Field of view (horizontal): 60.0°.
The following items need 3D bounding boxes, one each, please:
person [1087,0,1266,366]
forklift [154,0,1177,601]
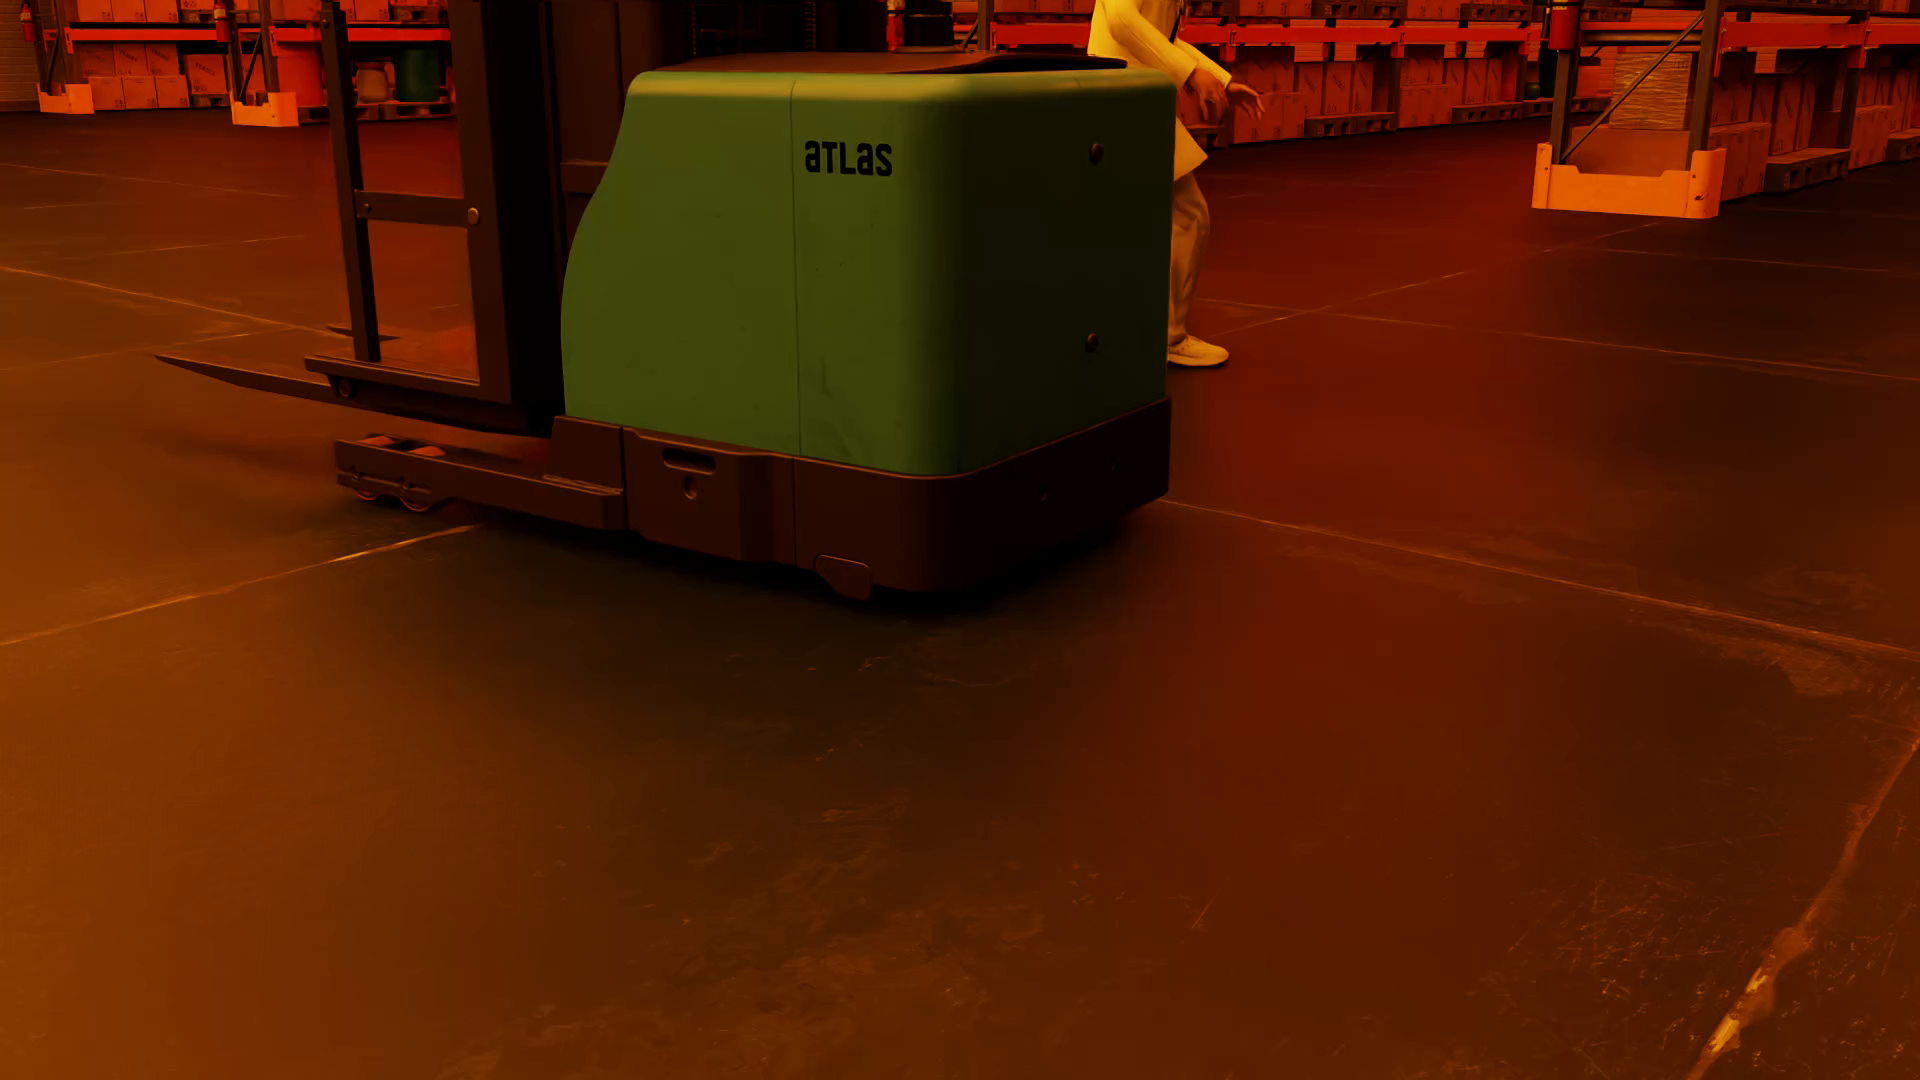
[{"bbox_3d":[0.765,-1.456,5.883,0.678,1.722,0.836,1,17,4],"label":"person"},{"bbox_3d":[-0.995,-1.586,4.120,3.031,2.935,1.130,11,20,32],"label":"forklift"}]
